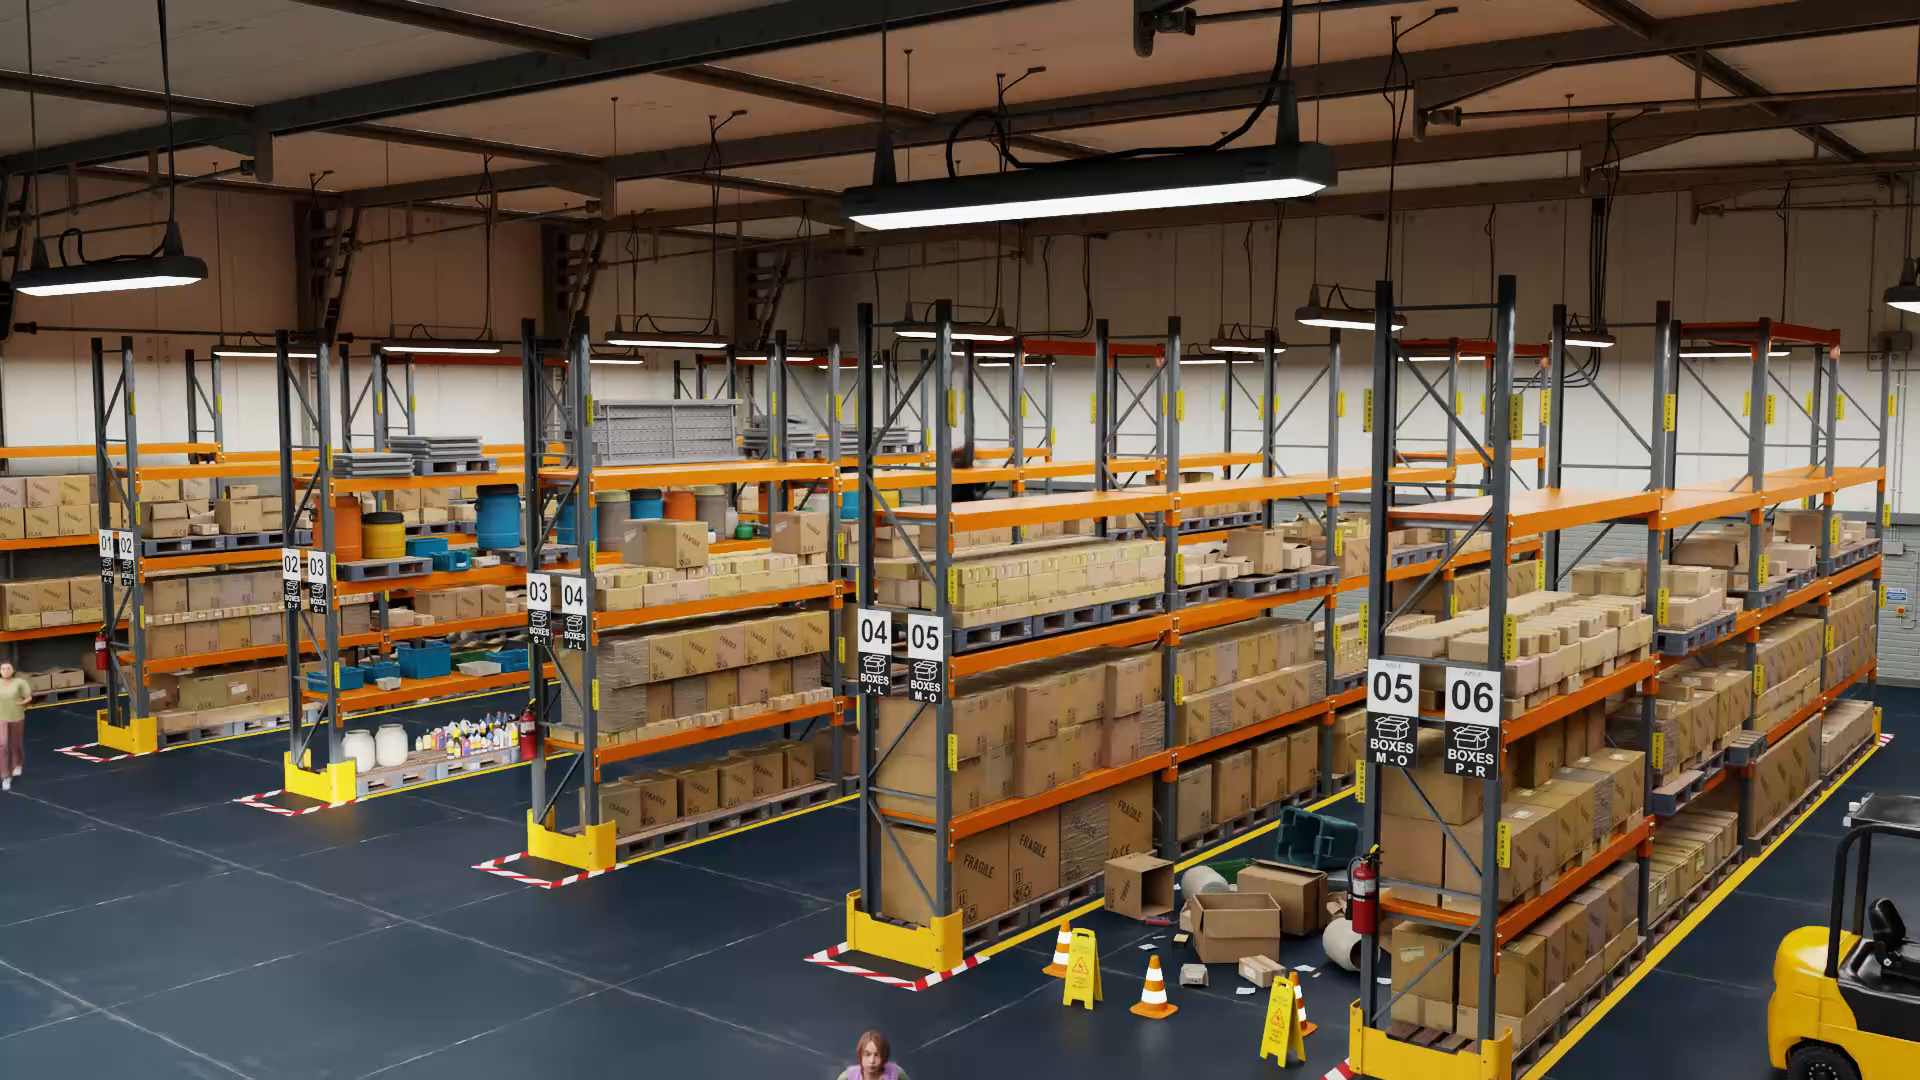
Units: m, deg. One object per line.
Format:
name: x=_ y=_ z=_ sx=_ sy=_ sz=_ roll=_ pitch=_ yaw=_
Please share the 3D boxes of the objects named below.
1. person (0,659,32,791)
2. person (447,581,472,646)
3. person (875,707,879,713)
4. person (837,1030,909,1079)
person: x=-12.629 y=2.413 z=22.134 sx=0.521 sy=1.696 sz=0.923 roll=-2 pitch=6 yaw=-26
person: x=-9.517 y=1.522 z=31.726 sx=0.664 sy=1.738 sz=0.603 roll=3 pitch=6 yaw=31
person: x=-1.098 y=1.826 z=25.790 sx=0.590 sy=1.662 sz=0.679 roll=4 pitch=6 yaw=39
person: x=-0.513 y=3.559 z=9.579 sx=0.566 sy=1.587 sz=0.820 roll=0 pitch=5 yaw=-3
